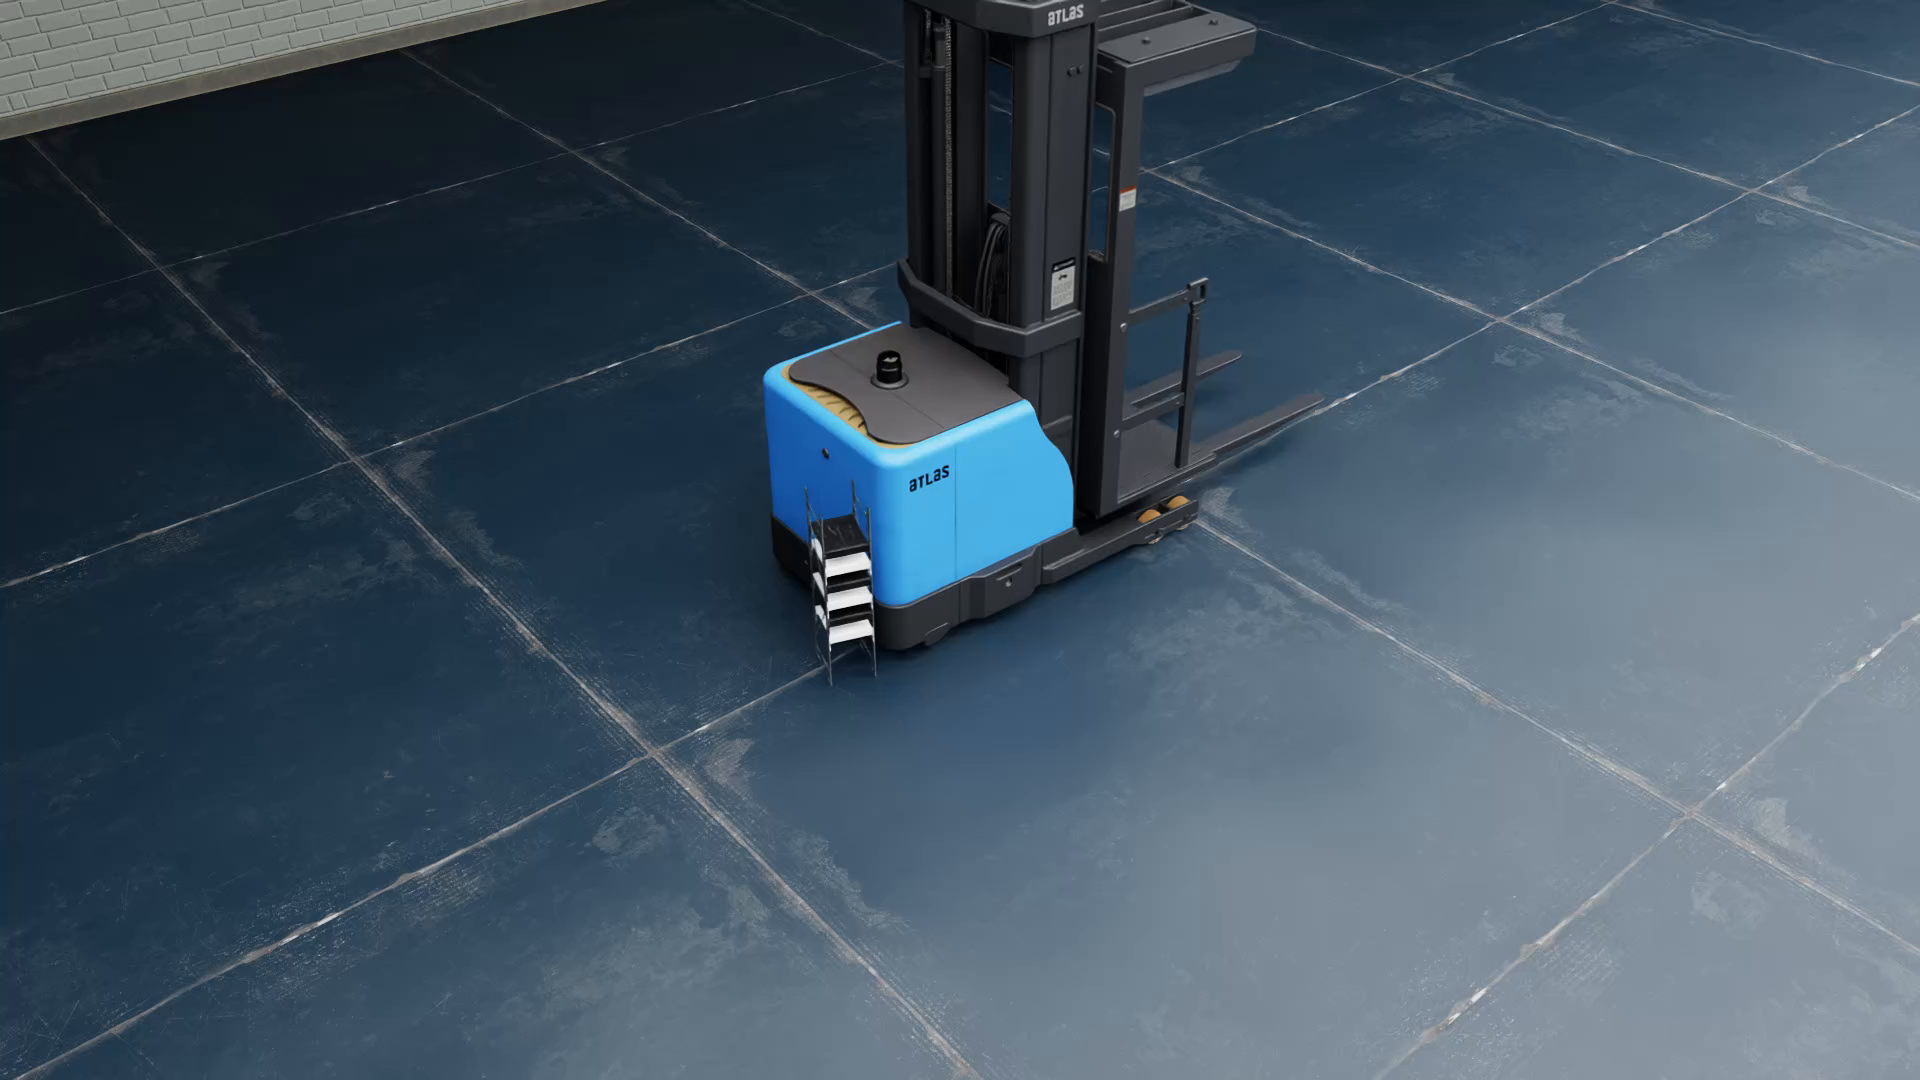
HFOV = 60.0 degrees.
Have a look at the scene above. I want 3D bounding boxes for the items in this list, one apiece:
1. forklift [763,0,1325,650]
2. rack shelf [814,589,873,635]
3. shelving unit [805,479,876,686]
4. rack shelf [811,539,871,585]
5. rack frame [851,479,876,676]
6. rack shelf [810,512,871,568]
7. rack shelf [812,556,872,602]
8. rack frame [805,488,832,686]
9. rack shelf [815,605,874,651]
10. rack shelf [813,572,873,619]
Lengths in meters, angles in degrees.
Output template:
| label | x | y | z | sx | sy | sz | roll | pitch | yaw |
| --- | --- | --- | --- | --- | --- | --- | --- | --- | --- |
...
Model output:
| label | x | y | z | sx | sy | sz | roll | pitch | yaw |
| --- | --- | --- | --- | --- | --- | --- | --- | --- | --- |
| forklift | 0.570 | -1.396 | 7.686 | 3.031 | 2.935 | 1.130 | -24 | 42 | -30 |
| rack shelf | -0.513 | 0.293 | 7.272 | 0.200 | 0.077 | 0.258 | -12 | 37 | -16 |
| shelving unit | -0.513 | 0.192 | 7.200 | 0.210 | 0.900 | 0.258 | -12 | 37 | -16 |
| rack shelf | -0.513 | 0.072 | 7.116 | 0.200 | 0.077 | 0.258 | -12 | 37 | -16 |
| rack frame | -0.417 | 0.172 | 7.229 | 0.006 | 0.900 | 0.240 | -12 | 37 | -16 |
| rack shelf | -0.513 | -0.001 | 7.064 | 0.200 | 0.077 | 0.258 | -12 | 37 | -16 |
| rack shelf | -0.513 | 0.146 | 7.168 | 0.200 | 0.077 | 0.258 | -12 | 37 | -16 |
| rack frame | -0.608 | 0.212 | 7.172 | 0.006 | 0.900 | 0.240 | -12 | 37 | -16 |
| rack shelf | -0.513 | 0.366 | 7.324 | 0.200 | 0.077 | 0.258 | -12 | 37 | -16 |
| rack shelf | -0.513 | 0.219 | 7.220 | 0.200 | 0.077 | 0.258 | -12 | 37 | -16 |
